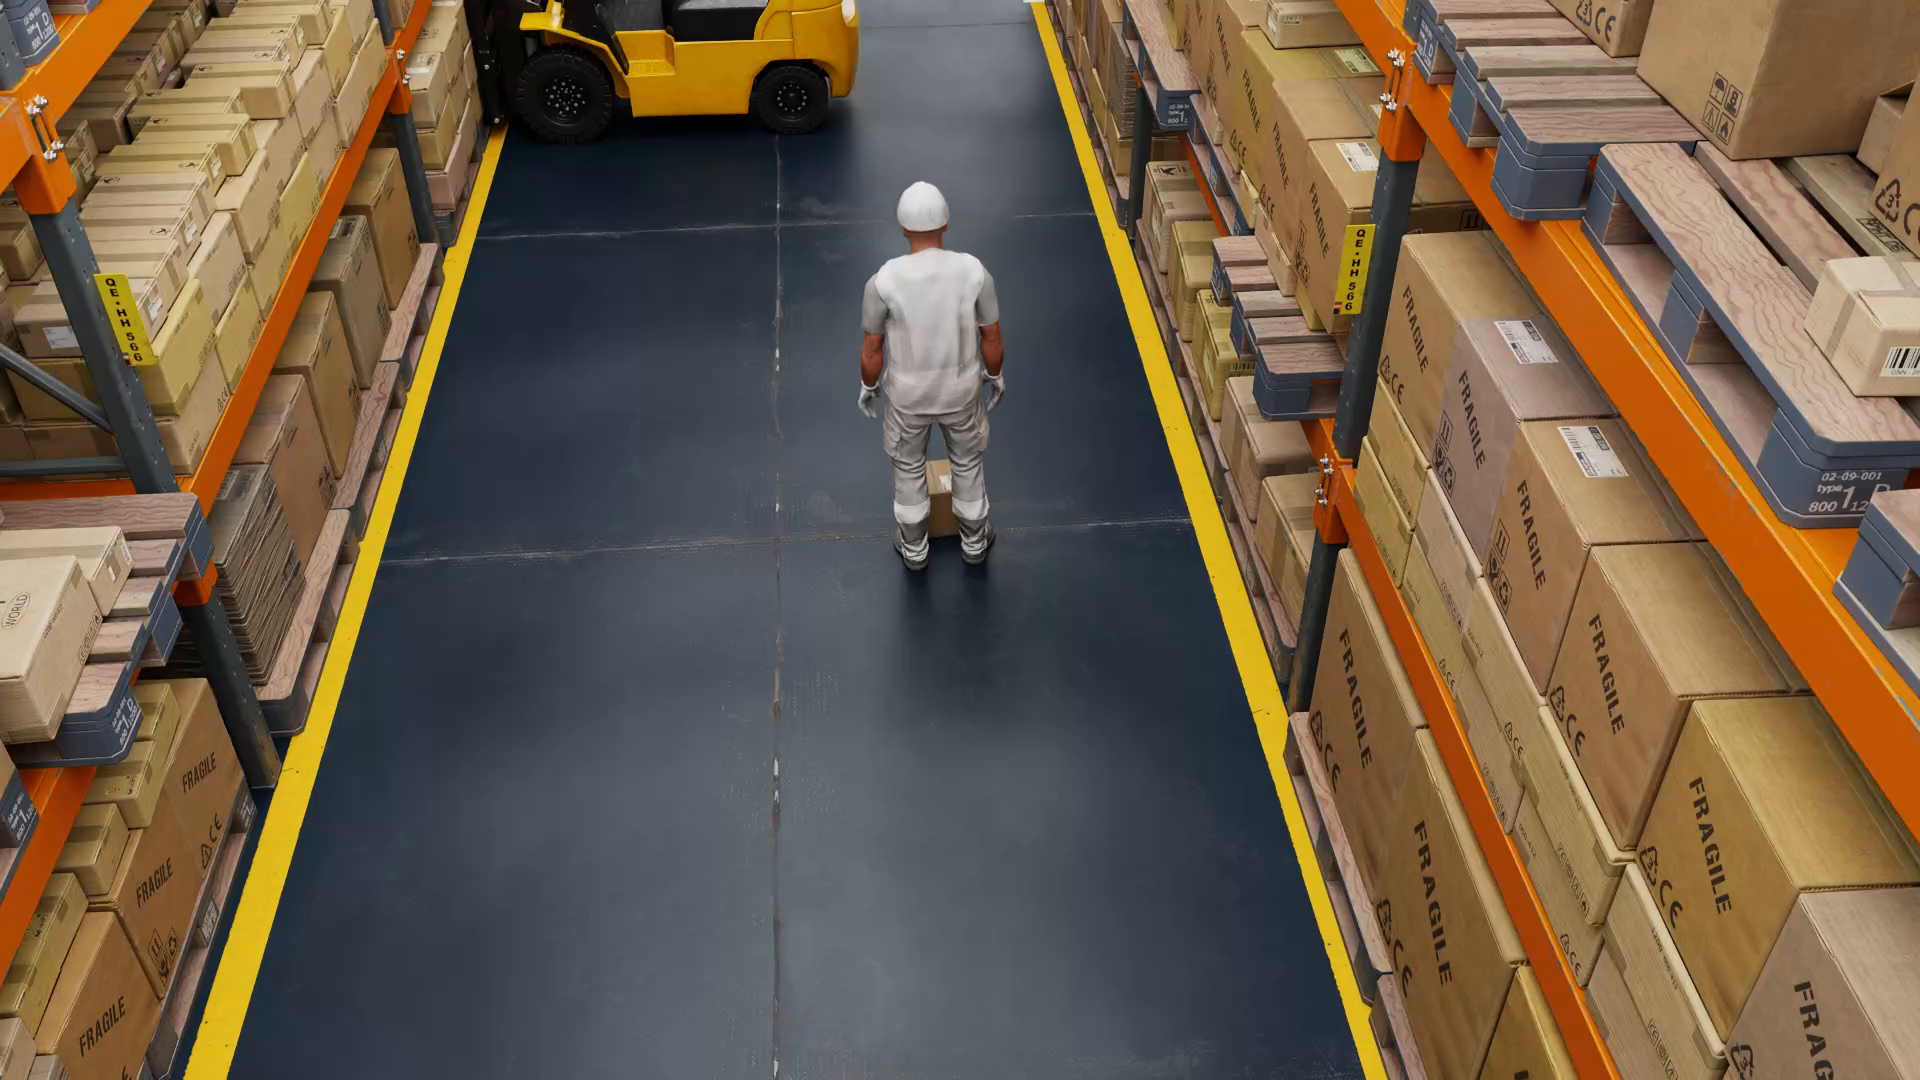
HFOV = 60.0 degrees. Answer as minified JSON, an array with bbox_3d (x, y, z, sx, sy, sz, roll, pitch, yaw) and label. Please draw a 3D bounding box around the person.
[{"bbox_3d":[-0.115,-0.642,6.940,0.622,1.779,0.452,-4,39,-5],"label":"person"}]
